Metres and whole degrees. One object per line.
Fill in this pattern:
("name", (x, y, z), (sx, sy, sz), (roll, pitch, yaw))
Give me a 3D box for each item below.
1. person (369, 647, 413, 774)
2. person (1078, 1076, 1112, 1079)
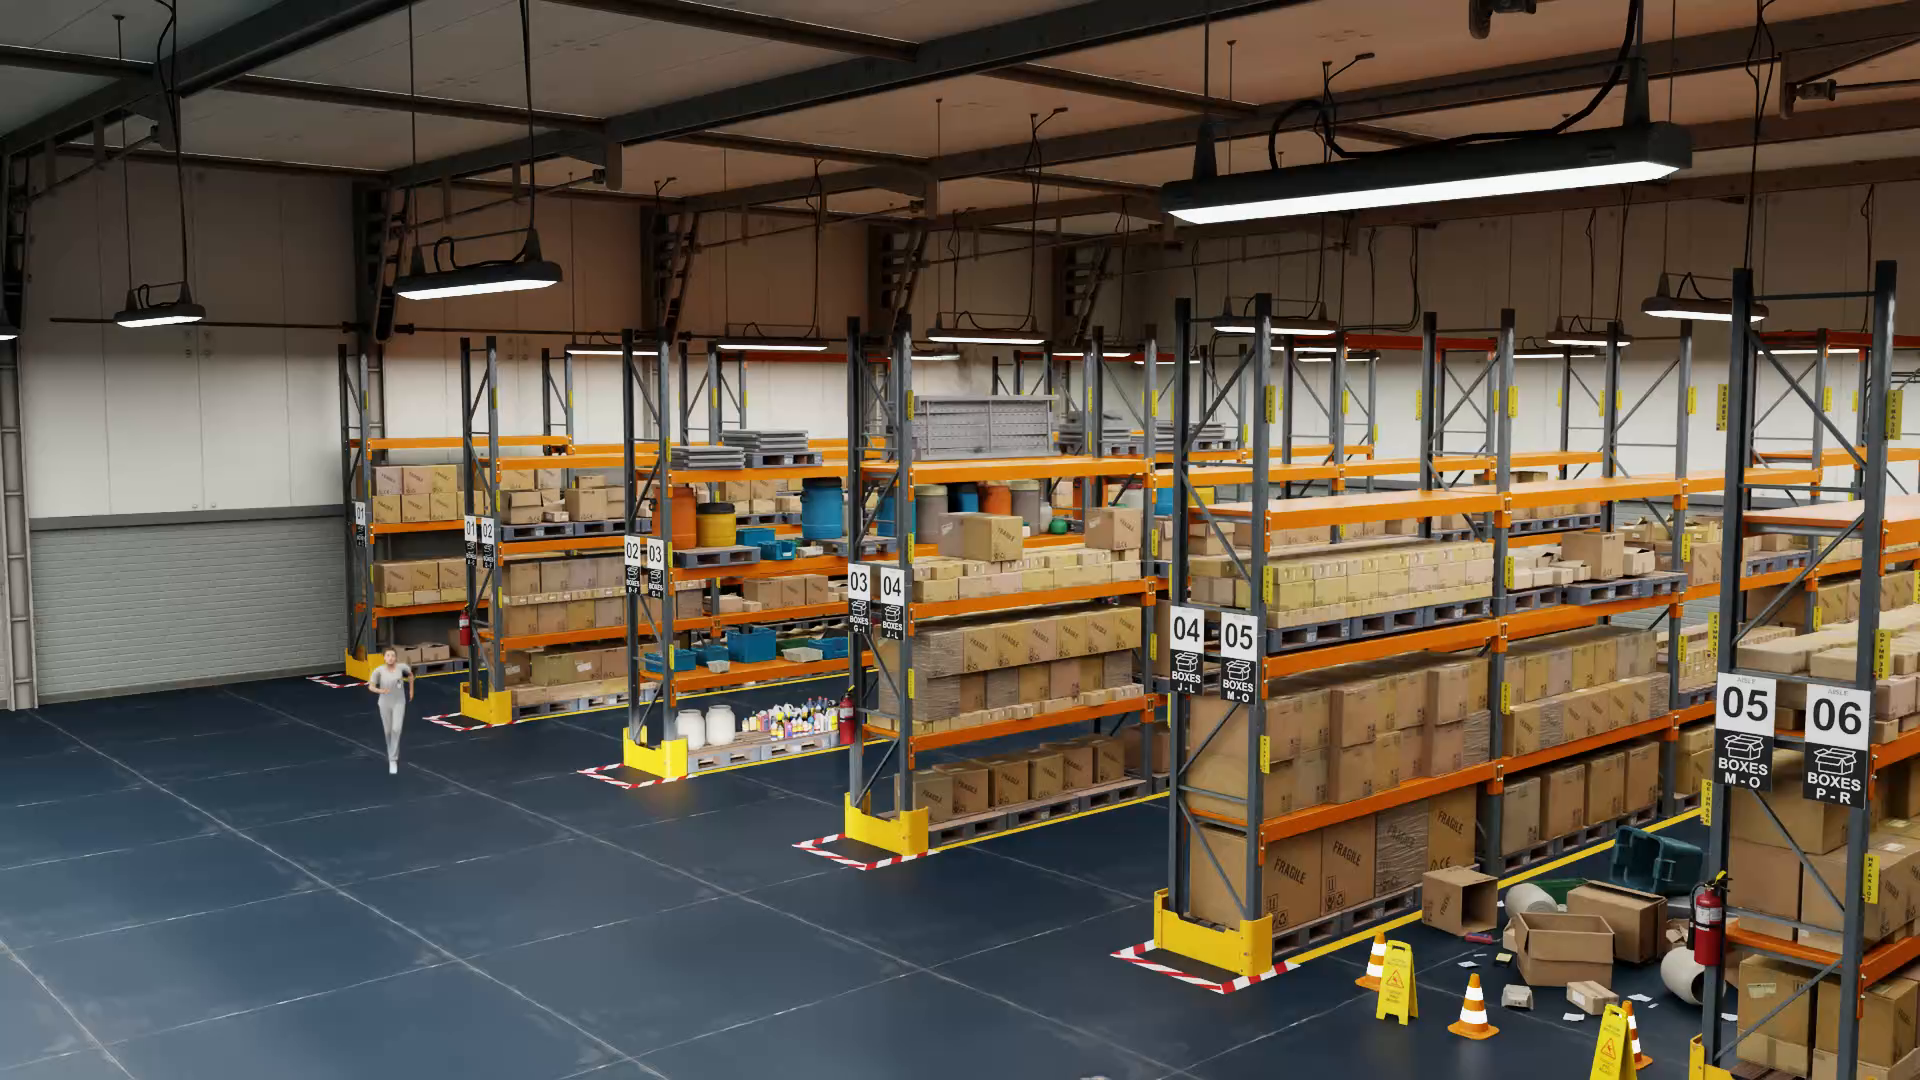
("person", (-7.807, 2.291, 22.848), (0.587, 1.698, 0.966), (-2, 5, -21))
("person", (0.707, 3.570, 8.732), (0.644, 1.676, 0.724), (0, 5, 0))
